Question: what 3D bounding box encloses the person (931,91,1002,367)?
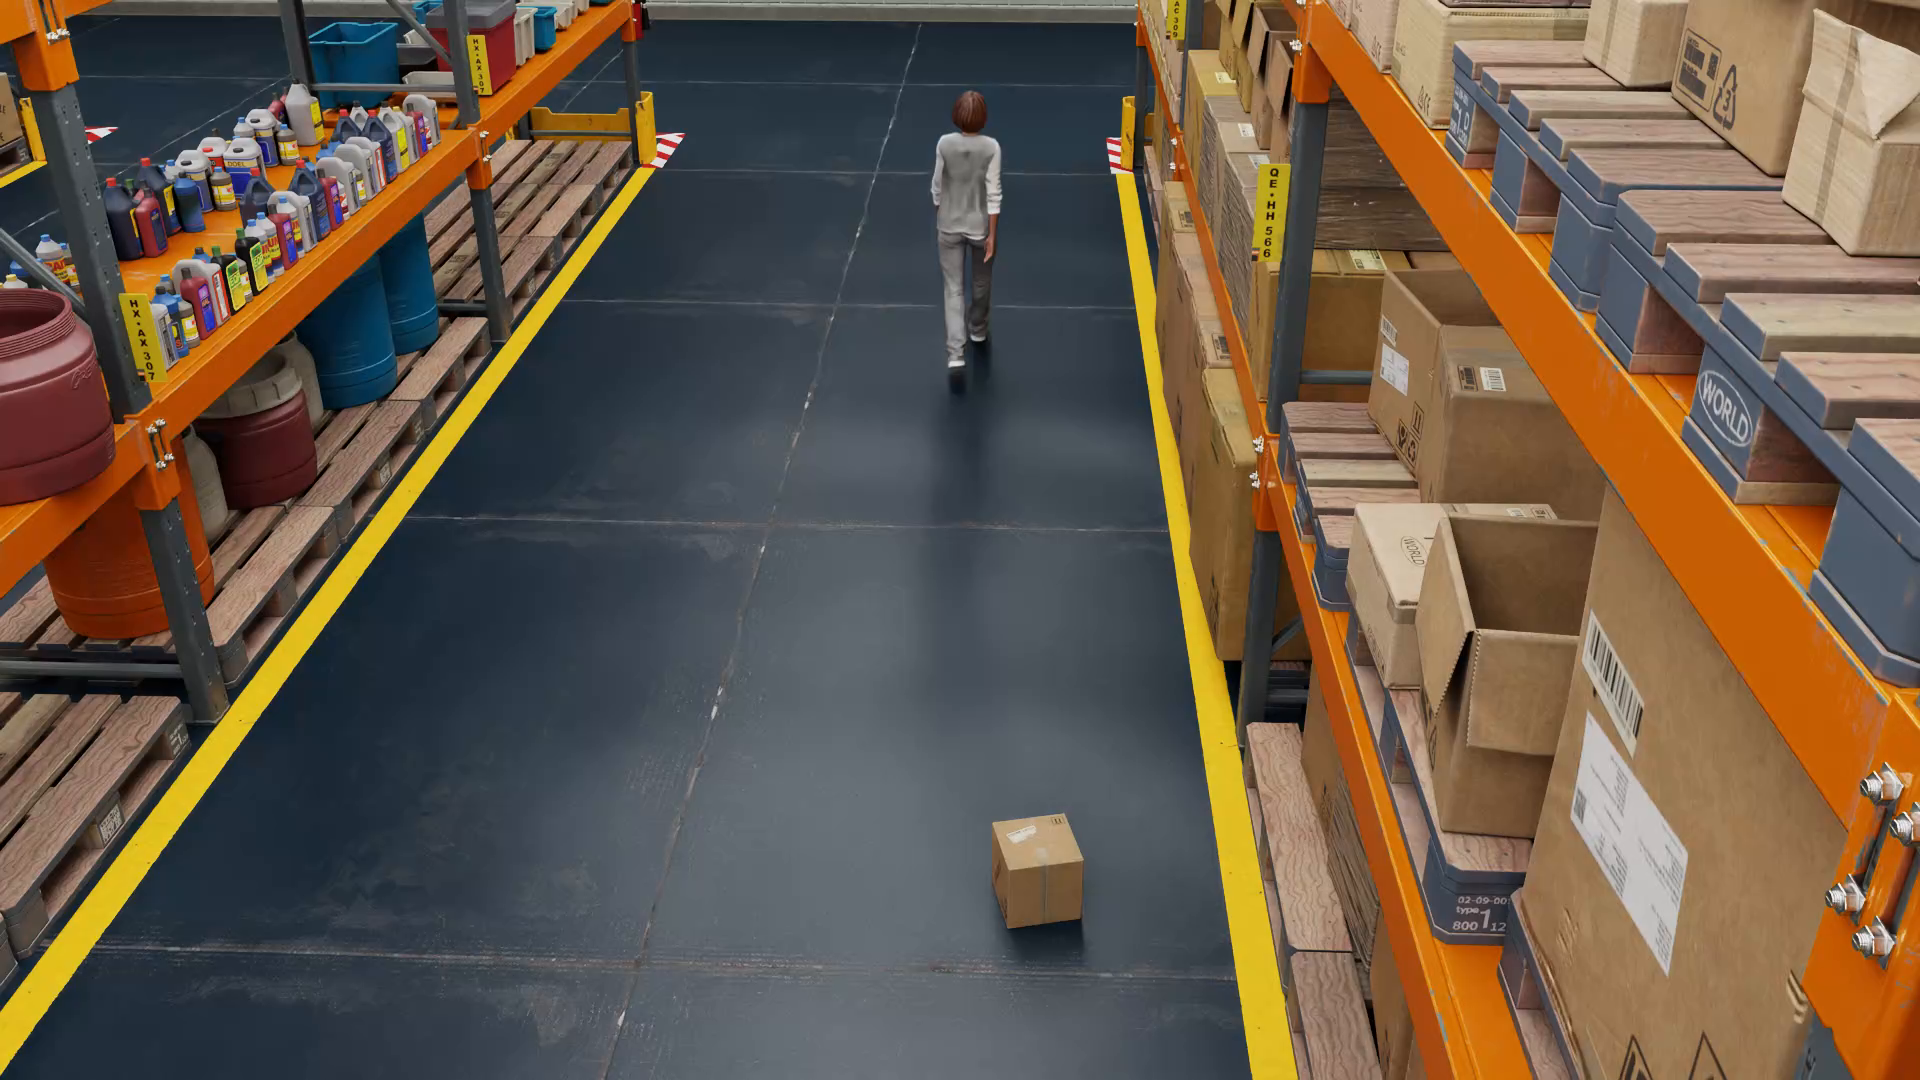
[{"bbox_3d":[0.036,-1.771,9.408,0.403,1.544,0.933,1,28,1],"label":"person"}]
